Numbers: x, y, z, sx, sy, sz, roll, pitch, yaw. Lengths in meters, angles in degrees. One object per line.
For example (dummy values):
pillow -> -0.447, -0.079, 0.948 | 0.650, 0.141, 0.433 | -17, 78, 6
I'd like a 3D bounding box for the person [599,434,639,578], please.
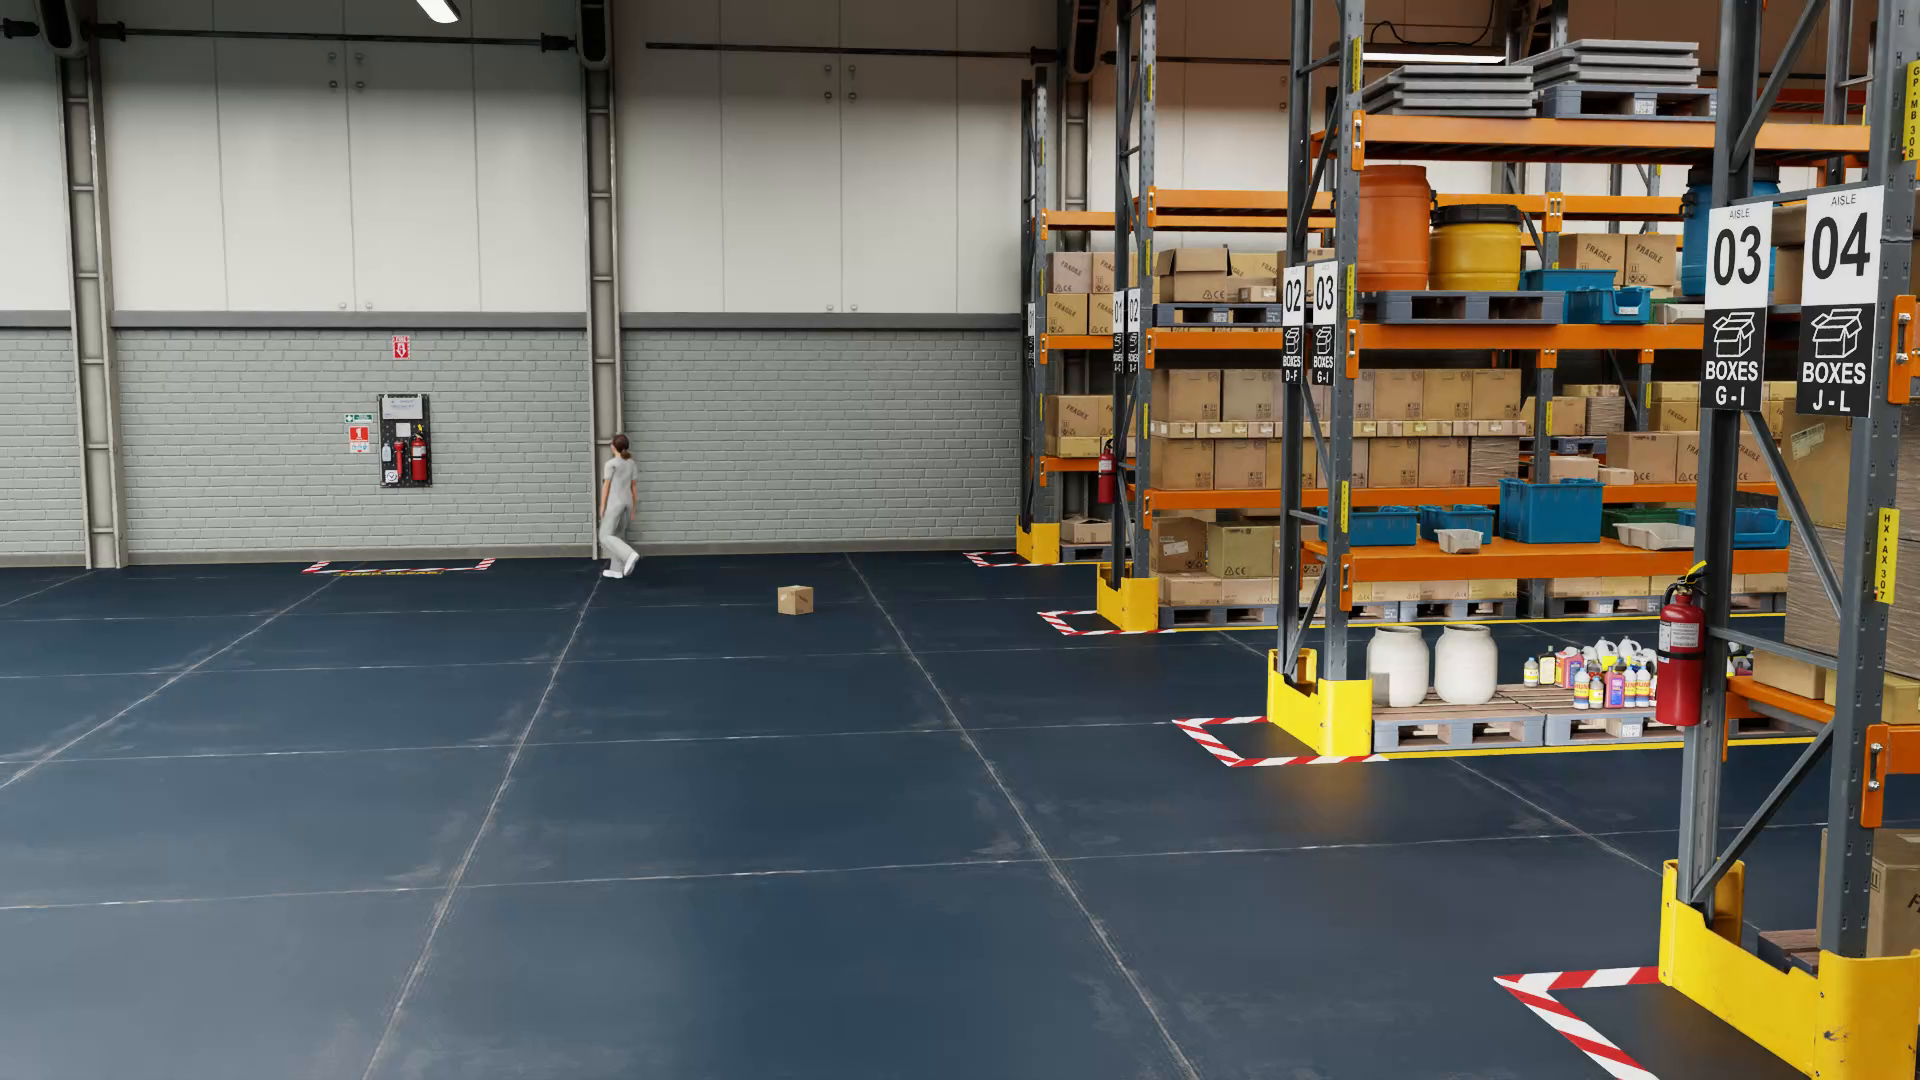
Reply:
person -> -3.855, -0.375, 18.909 | 0.718, 1.649, 0.448 | 5, 8, 38
